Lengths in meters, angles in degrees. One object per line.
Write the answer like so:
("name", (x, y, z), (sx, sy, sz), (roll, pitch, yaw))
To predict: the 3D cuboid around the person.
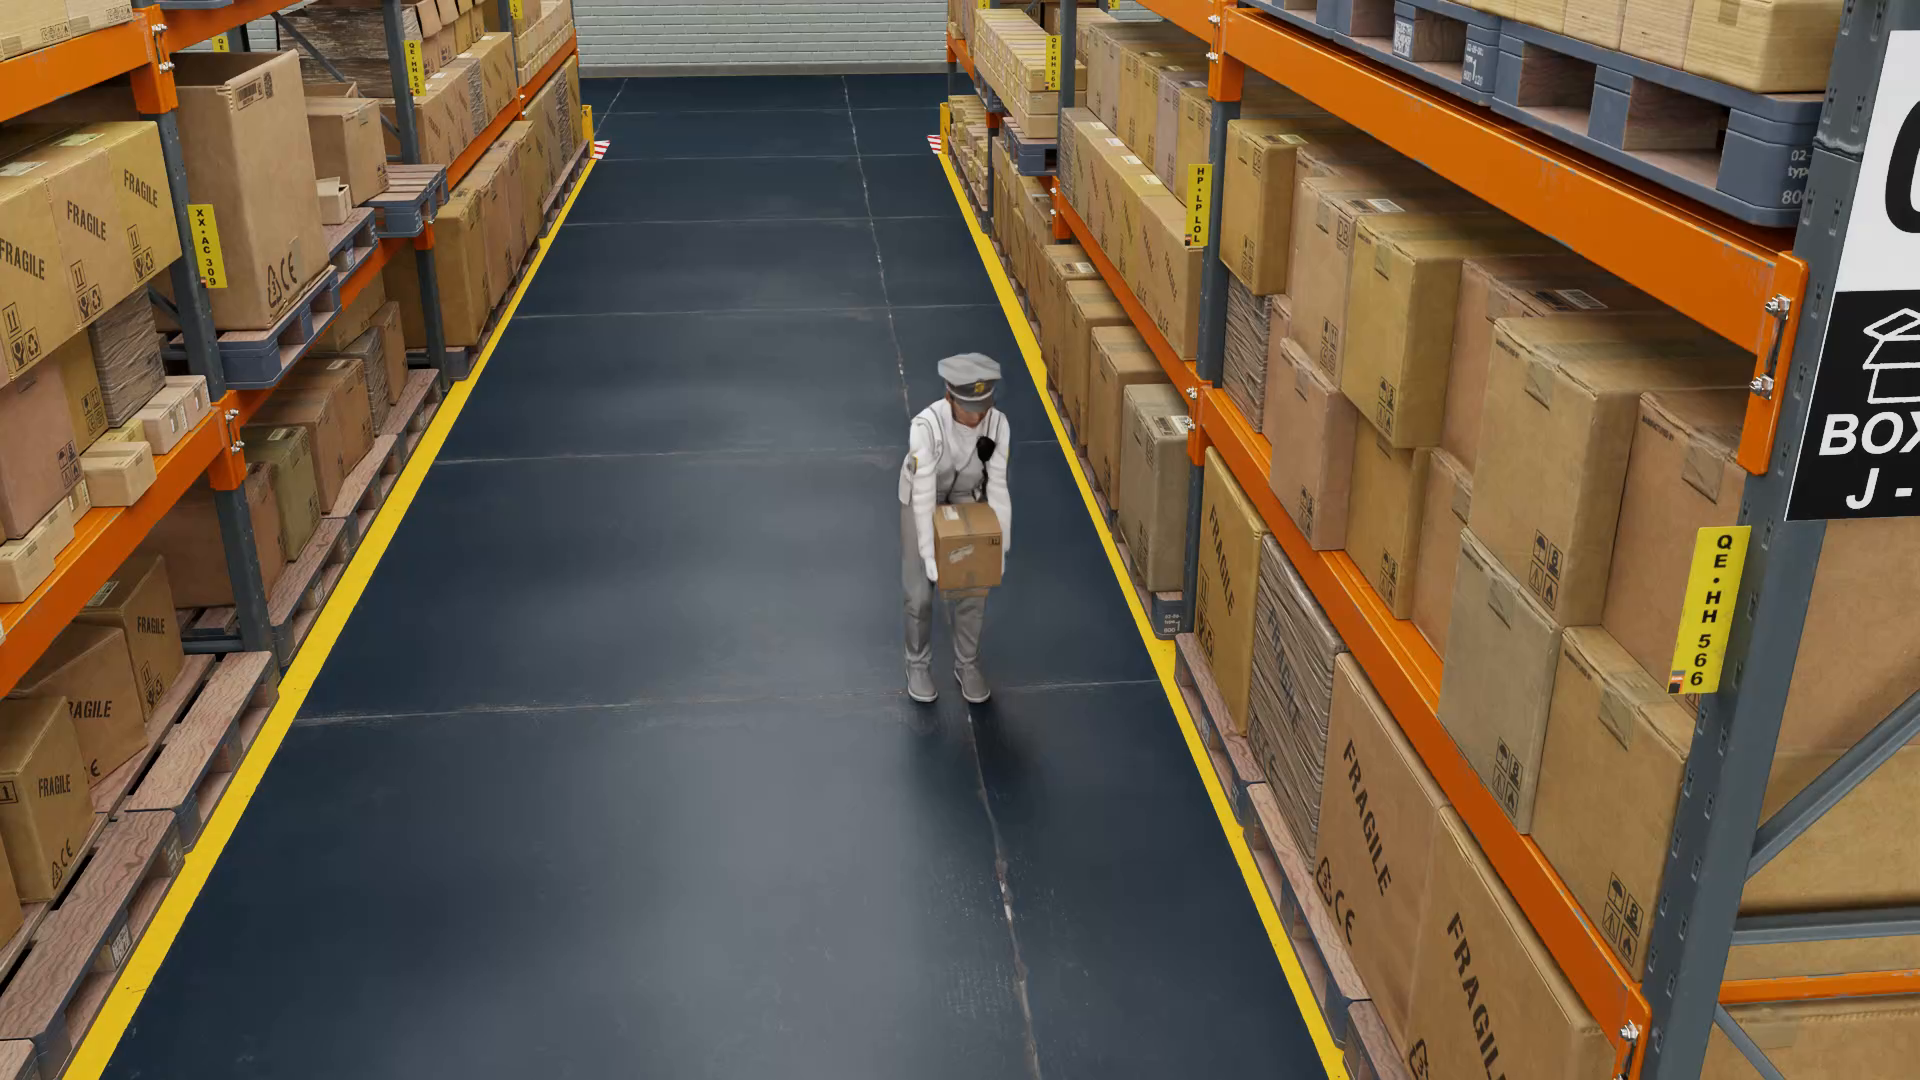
("person", (-0.016, -0.042, 6.826), (0.414, 1.566, 0.633), (-6, 24, -12))
